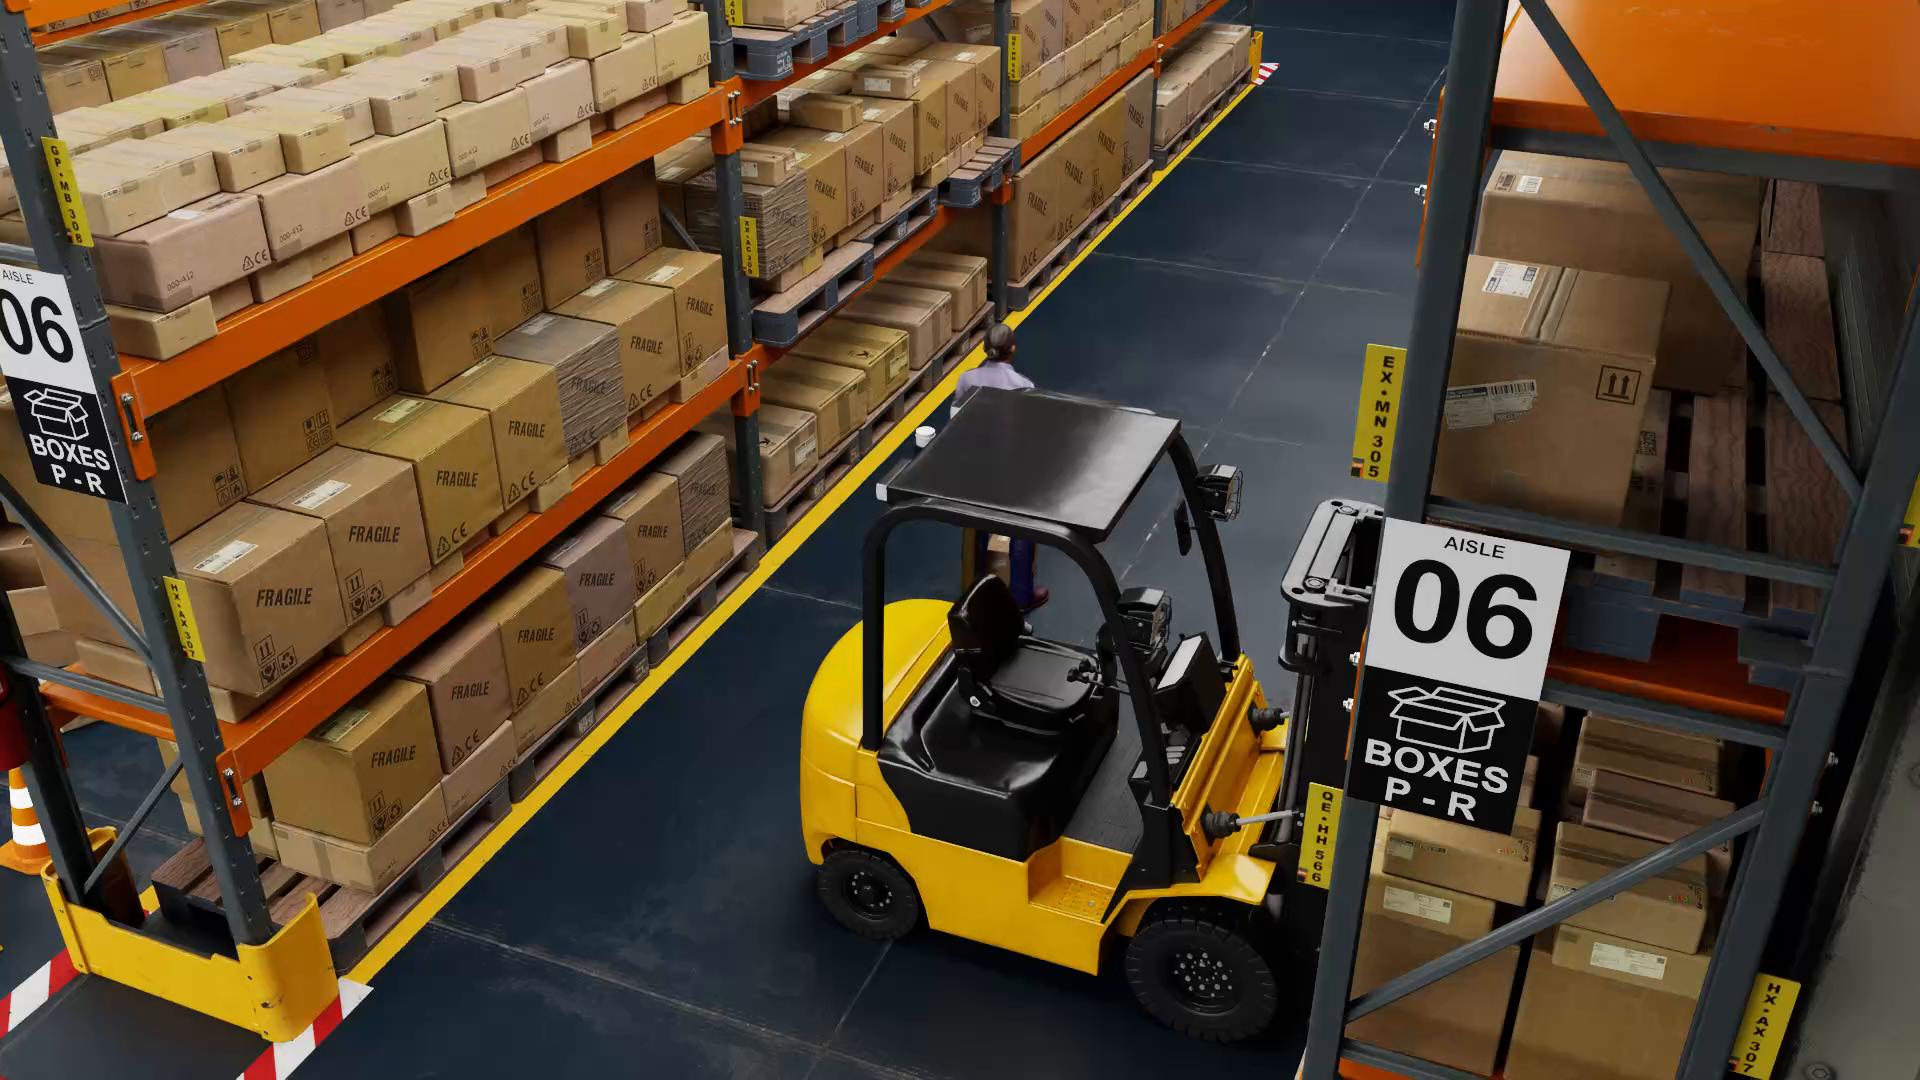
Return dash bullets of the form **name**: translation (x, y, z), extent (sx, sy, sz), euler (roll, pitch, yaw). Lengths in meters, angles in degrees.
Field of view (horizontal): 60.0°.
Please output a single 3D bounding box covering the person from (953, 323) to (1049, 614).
- **person**: translation (0.209, -0.376, 9.054), extent (0.546, 1.651, 0.367), euler (11, 32, 19)
